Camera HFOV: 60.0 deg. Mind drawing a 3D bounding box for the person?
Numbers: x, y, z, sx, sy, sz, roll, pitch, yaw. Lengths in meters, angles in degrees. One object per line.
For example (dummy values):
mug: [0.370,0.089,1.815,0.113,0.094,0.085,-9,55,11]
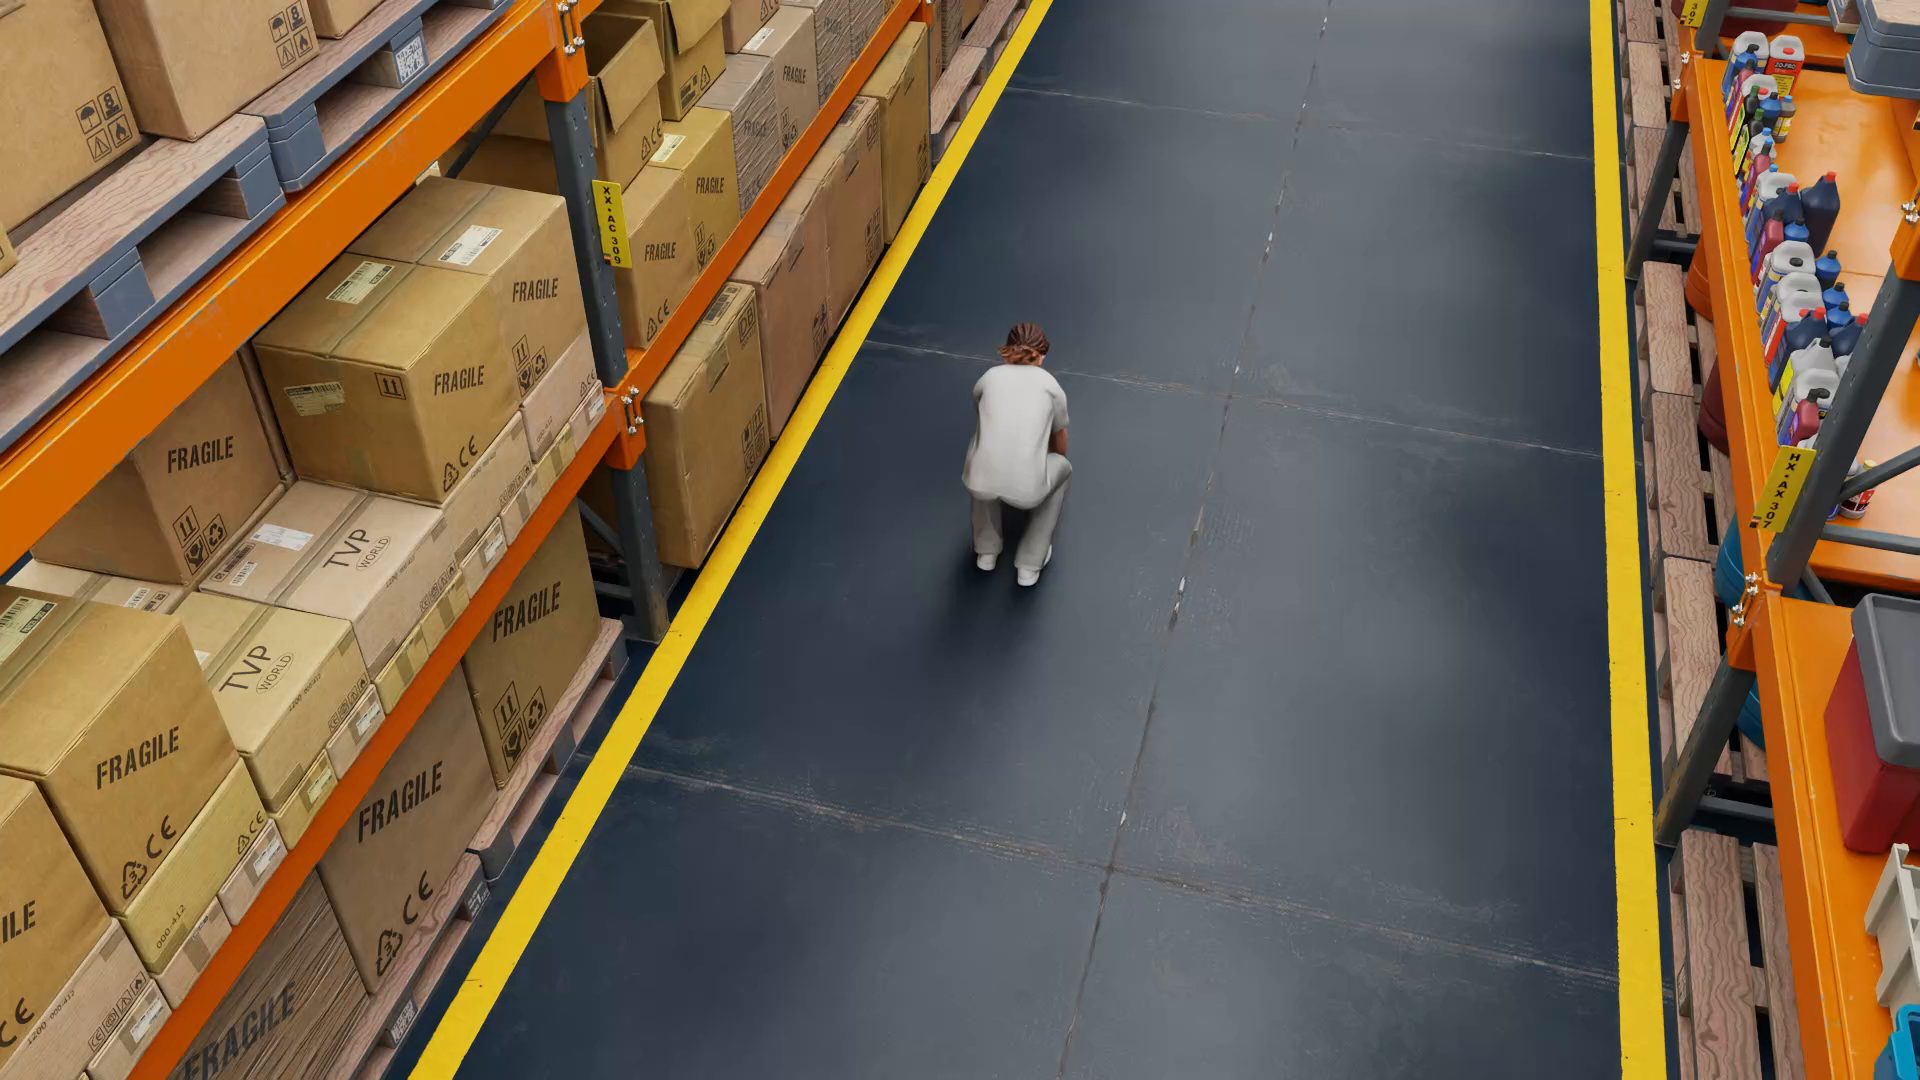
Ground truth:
person: [0.248,-0.345,7.120,0.459,0.933,0.841,9,42,10]
